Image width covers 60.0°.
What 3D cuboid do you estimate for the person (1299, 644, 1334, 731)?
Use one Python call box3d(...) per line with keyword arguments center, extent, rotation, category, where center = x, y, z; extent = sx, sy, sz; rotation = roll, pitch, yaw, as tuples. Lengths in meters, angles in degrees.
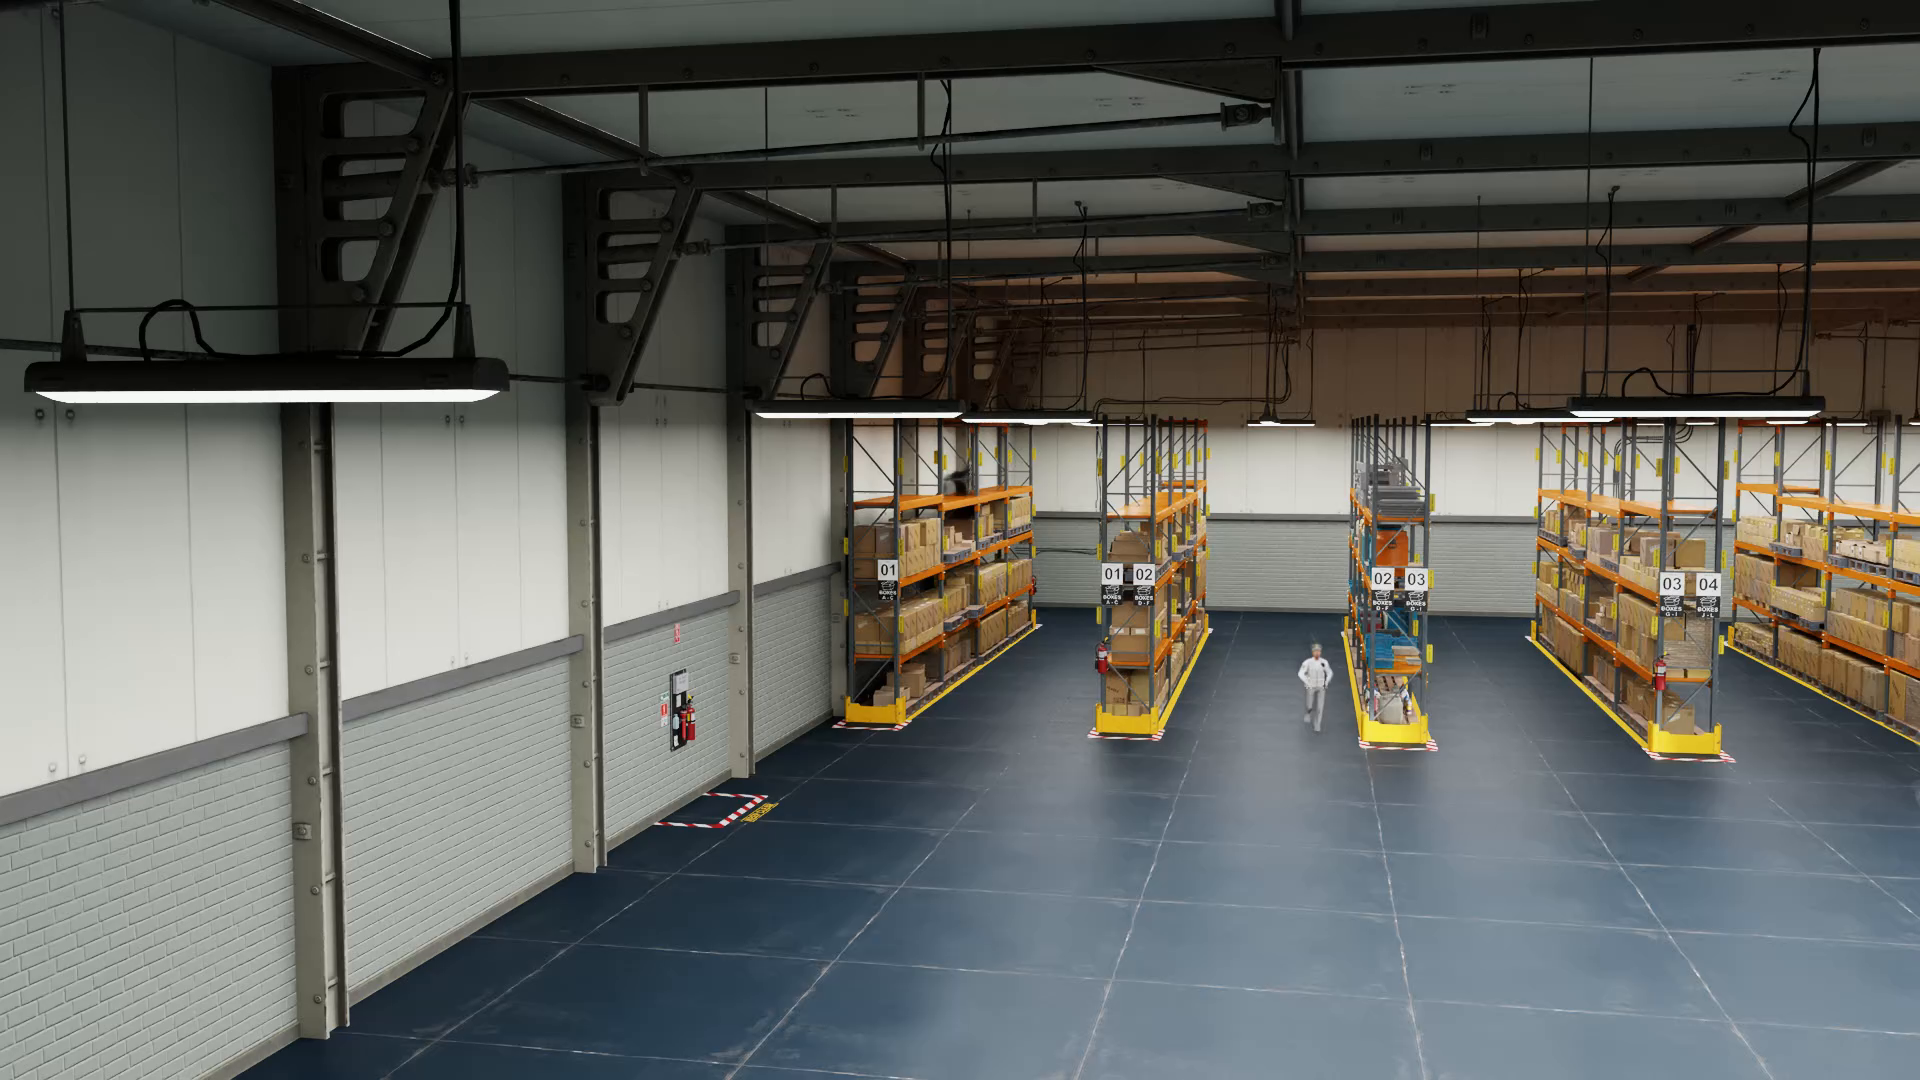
box3d(center=(6.792, 2.790, 31.699), extent=(0.656, 1.645, 0.598), rotation=(0, 4, 3), category="person")
